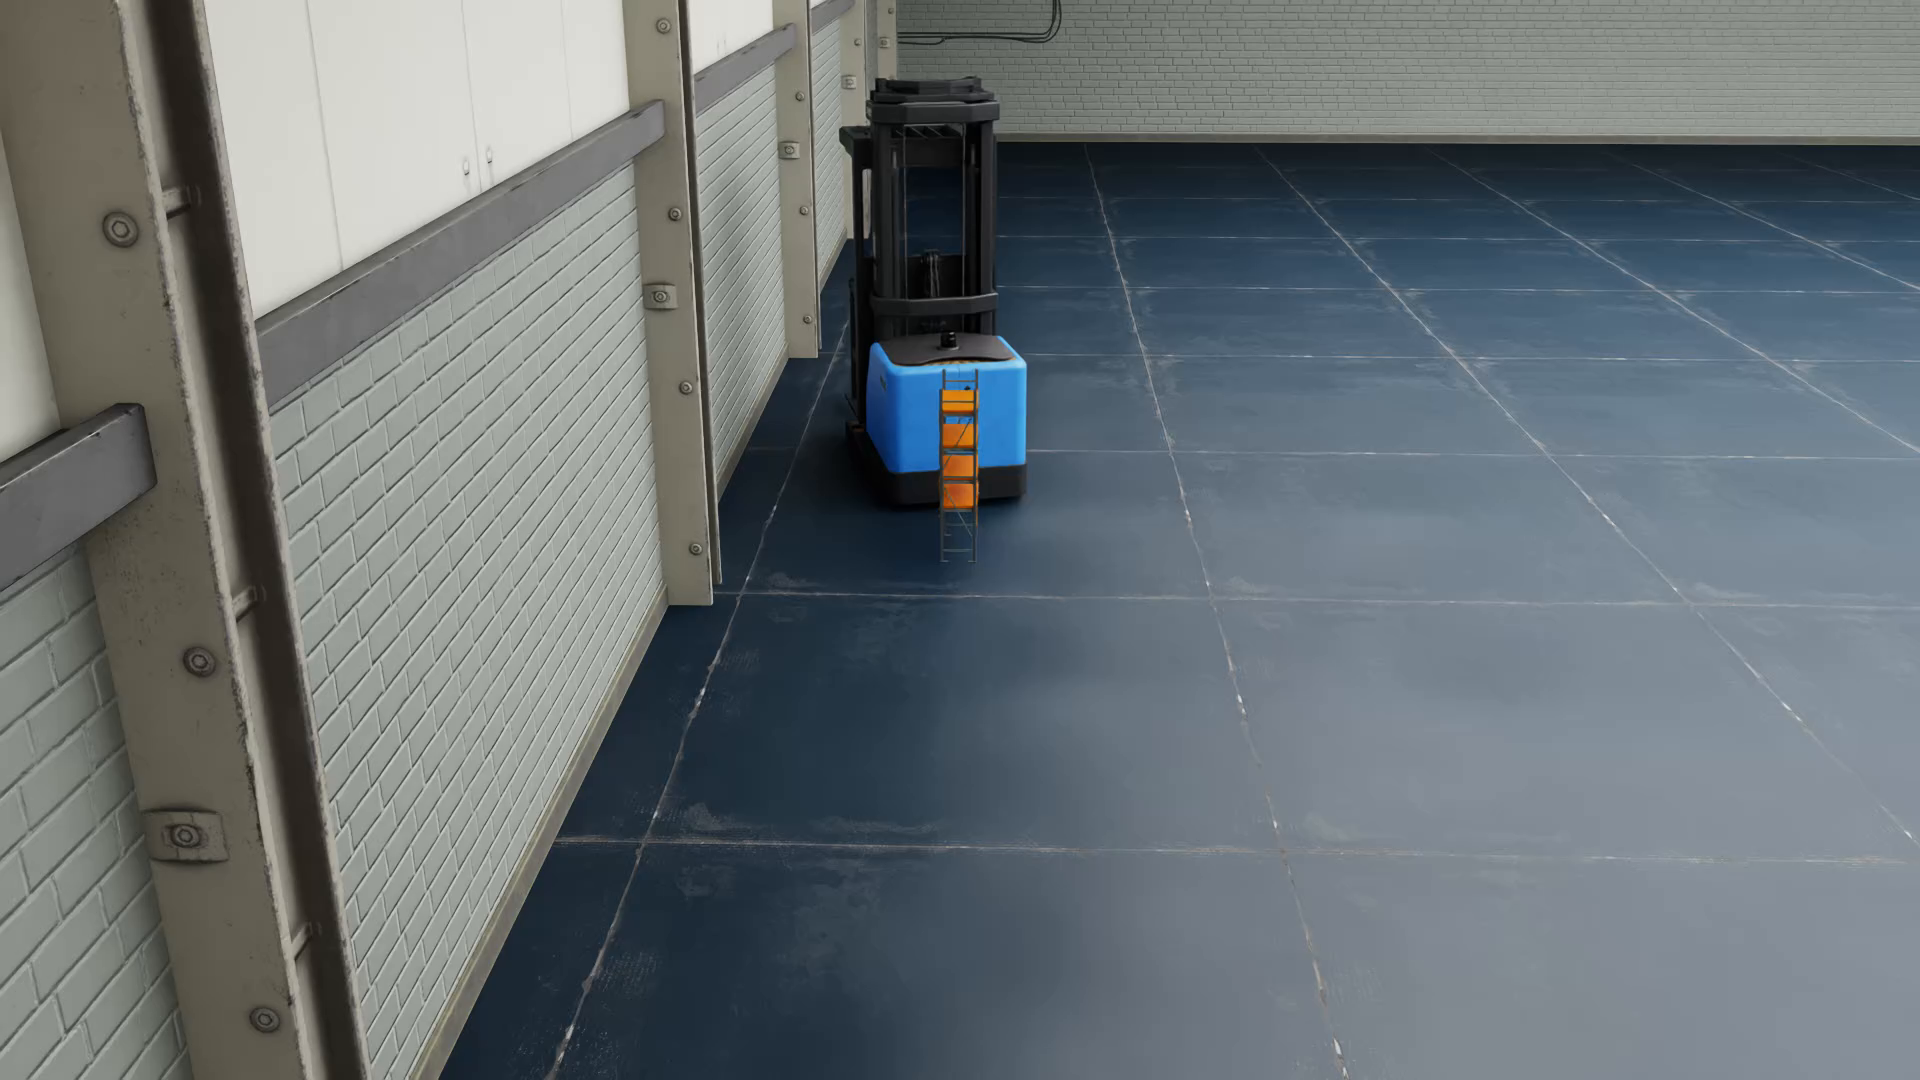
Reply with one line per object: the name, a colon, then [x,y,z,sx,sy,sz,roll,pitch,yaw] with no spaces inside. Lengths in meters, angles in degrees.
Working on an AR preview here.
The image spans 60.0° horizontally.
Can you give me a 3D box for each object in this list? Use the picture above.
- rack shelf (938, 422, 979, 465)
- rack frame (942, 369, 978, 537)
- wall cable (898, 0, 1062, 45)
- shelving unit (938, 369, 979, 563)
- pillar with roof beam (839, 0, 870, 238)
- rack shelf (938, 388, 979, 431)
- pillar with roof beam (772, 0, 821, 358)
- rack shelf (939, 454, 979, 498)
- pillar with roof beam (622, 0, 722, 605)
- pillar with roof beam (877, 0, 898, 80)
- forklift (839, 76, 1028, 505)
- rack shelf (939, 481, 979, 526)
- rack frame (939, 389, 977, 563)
rack shelf: [-0.005,-0.645,11.101,0.258,0.148,0.480,1,21,2]
rack frame: [0.002,-0.588,11.385,0.240,1.200,0.015,1,21,2]
wall cable: [0.247,-9.968,29.072,3.097,2.526,0.112,1,21,2]
shelving unit: [-0.005,-0.500,11.158,0.258,1.200,0.503,1,21,2]
pillar with roof beam: [2.956,-8.148,20.090,9.100,9.000,0.400,1,21,2]
rack shelf: [-0.005,-0.866,11.015,0.258,0.148,0.480,1,21,2]
pillar with roof beam: [2.774,-5.979,14.499,9.100,9.000,0.400,1,21,2]
rack shelf: [-0.005,-0.437,11.182,0.258,0.148,0.480,1,21,2]
pillar with roof beam: [2.591,-3.810,8.907,9.100,9.000,0.400,1,21,2]
pillar with roof beam: [3.139,-10.318,25.681,9.100,9.000,0.400,1,21,2]
forklift: [-0.317,-2.122,12.945,1.130,2.935,3.031,-4,22,-11]
rack shelf: [-0.005,-0.252,11.254,0.258,0.148,0.480,1,21,2]
rack frame: [-0.012,-0.411,10.930,0.240,1.200,0.015,1,21,2]
